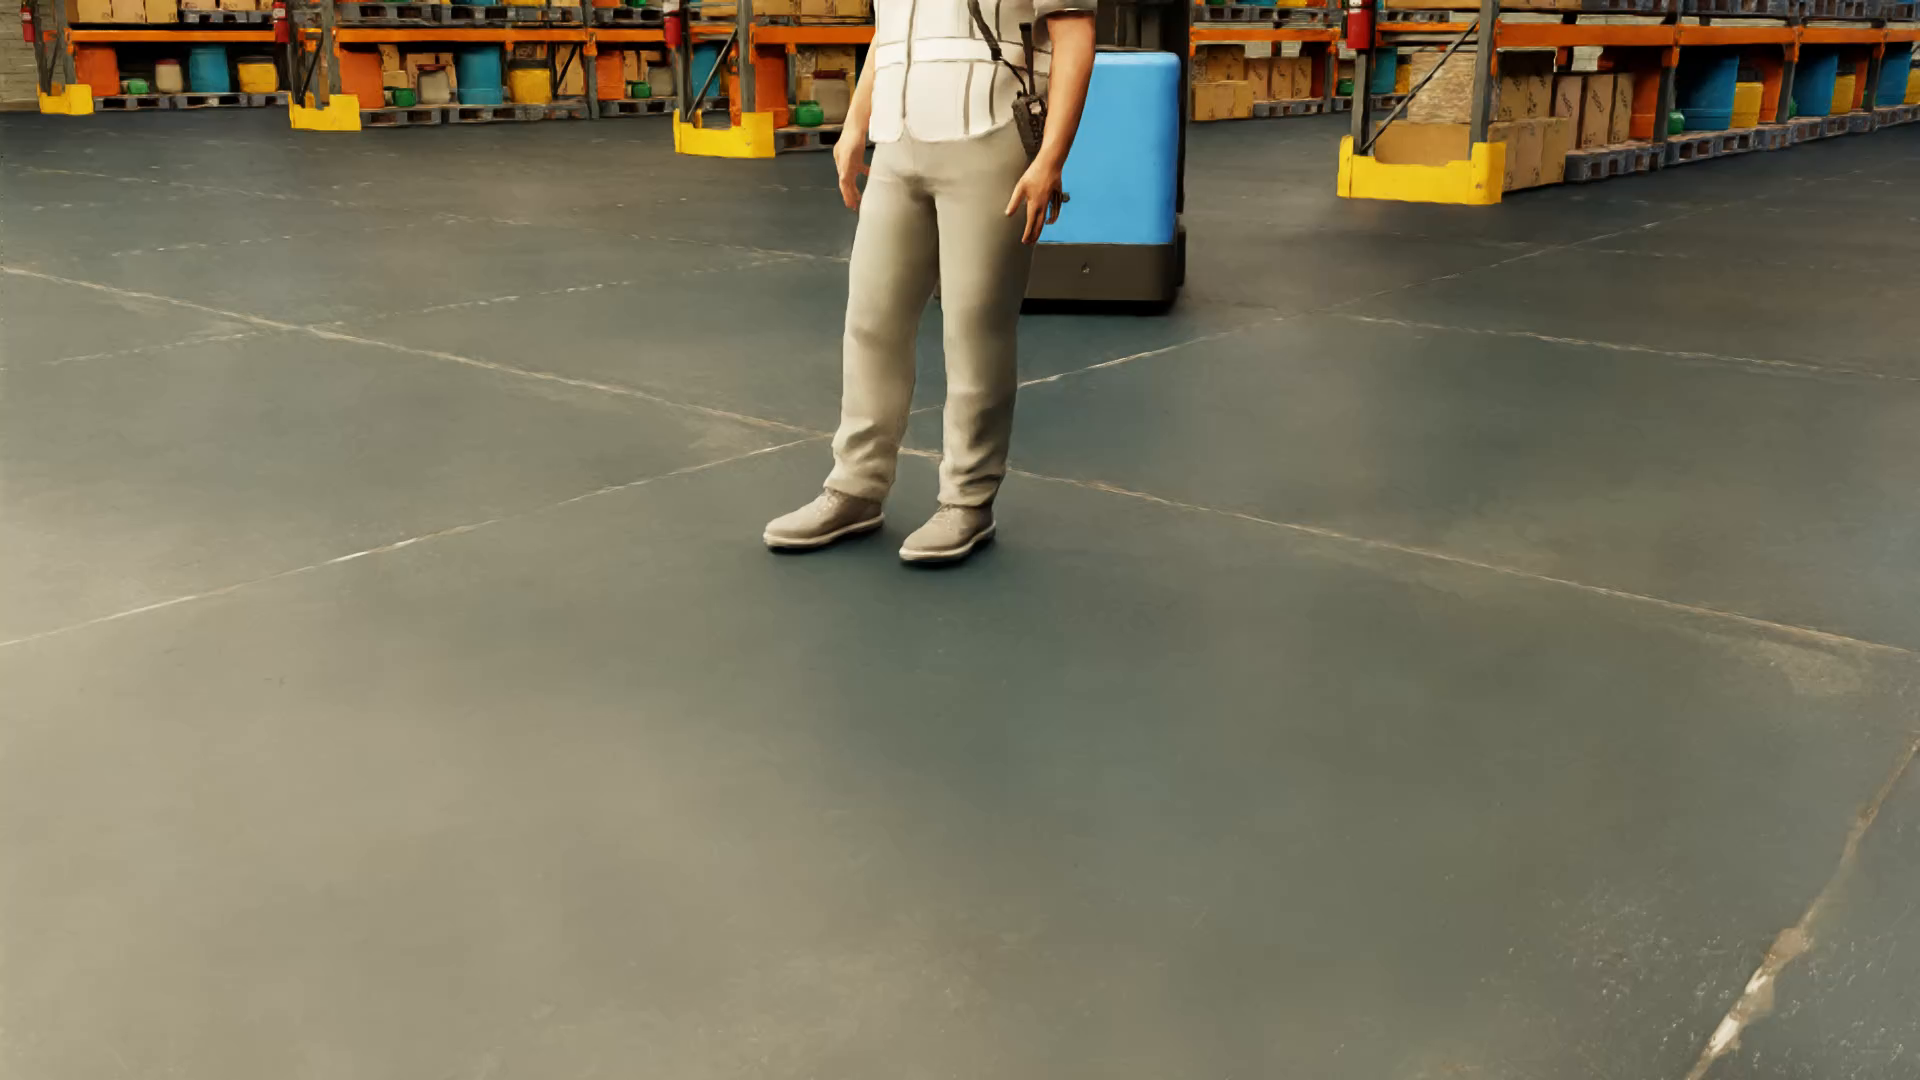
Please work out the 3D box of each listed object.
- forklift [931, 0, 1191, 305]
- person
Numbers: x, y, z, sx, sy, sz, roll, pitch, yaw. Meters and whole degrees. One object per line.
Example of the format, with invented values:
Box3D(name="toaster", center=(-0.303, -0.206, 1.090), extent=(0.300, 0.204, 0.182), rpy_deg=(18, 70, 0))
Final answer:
Box3D(name="forklift", center=(0.586, -2.794, 8.098), extent=(1.130, 2.935, 3.031), rpy_deg=(2, 17, 8))
Box3D(name="person", center=(-0.059, -0.845, 3.631), extent=(0.640, 1.781, 0.574), rpy_deg=(13, 21, 37))
